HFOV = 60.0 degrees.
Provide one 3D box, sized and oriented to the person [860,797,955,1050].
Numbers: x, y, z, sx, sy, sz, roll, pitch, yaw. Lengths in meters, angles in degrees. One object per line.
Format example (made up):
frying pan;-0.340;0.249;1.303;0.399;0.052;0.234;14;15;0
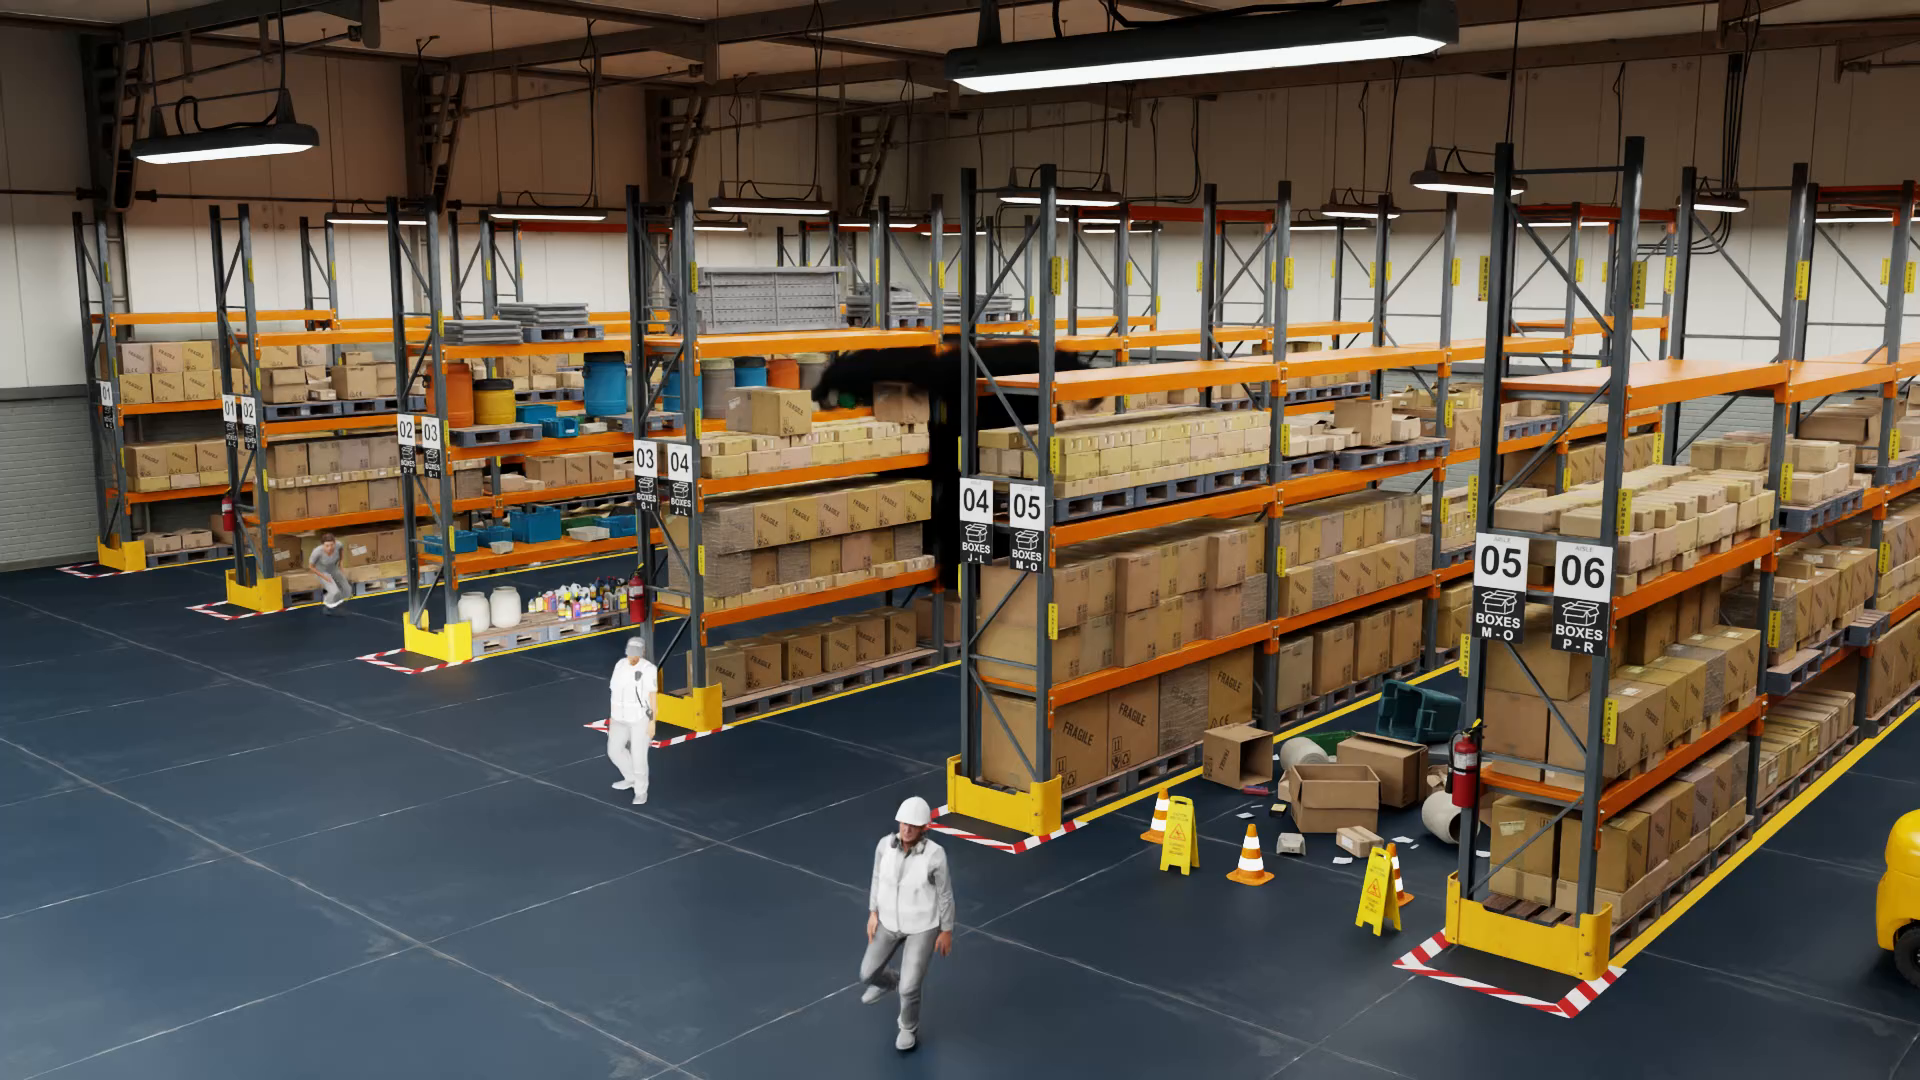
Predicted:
person;-0.382;2.491;11.118;0.807;1.712;0.584;4;10;25

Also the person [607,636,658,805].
person;-3.171;1.711;16.073;0.615;1.645;0.506;4;10;21

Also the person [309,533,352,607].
person;-9.004;0.416;23.699;0.908;1.158;0.641;8;13;41

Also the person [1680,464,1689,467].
person;12.532;-0.473;28.770;0.947;1.712;0.669;0;9;0

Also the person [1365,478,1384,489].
person;7.590;-0.889;31.714;0.703;1.632;1.162;-6;11;-32
